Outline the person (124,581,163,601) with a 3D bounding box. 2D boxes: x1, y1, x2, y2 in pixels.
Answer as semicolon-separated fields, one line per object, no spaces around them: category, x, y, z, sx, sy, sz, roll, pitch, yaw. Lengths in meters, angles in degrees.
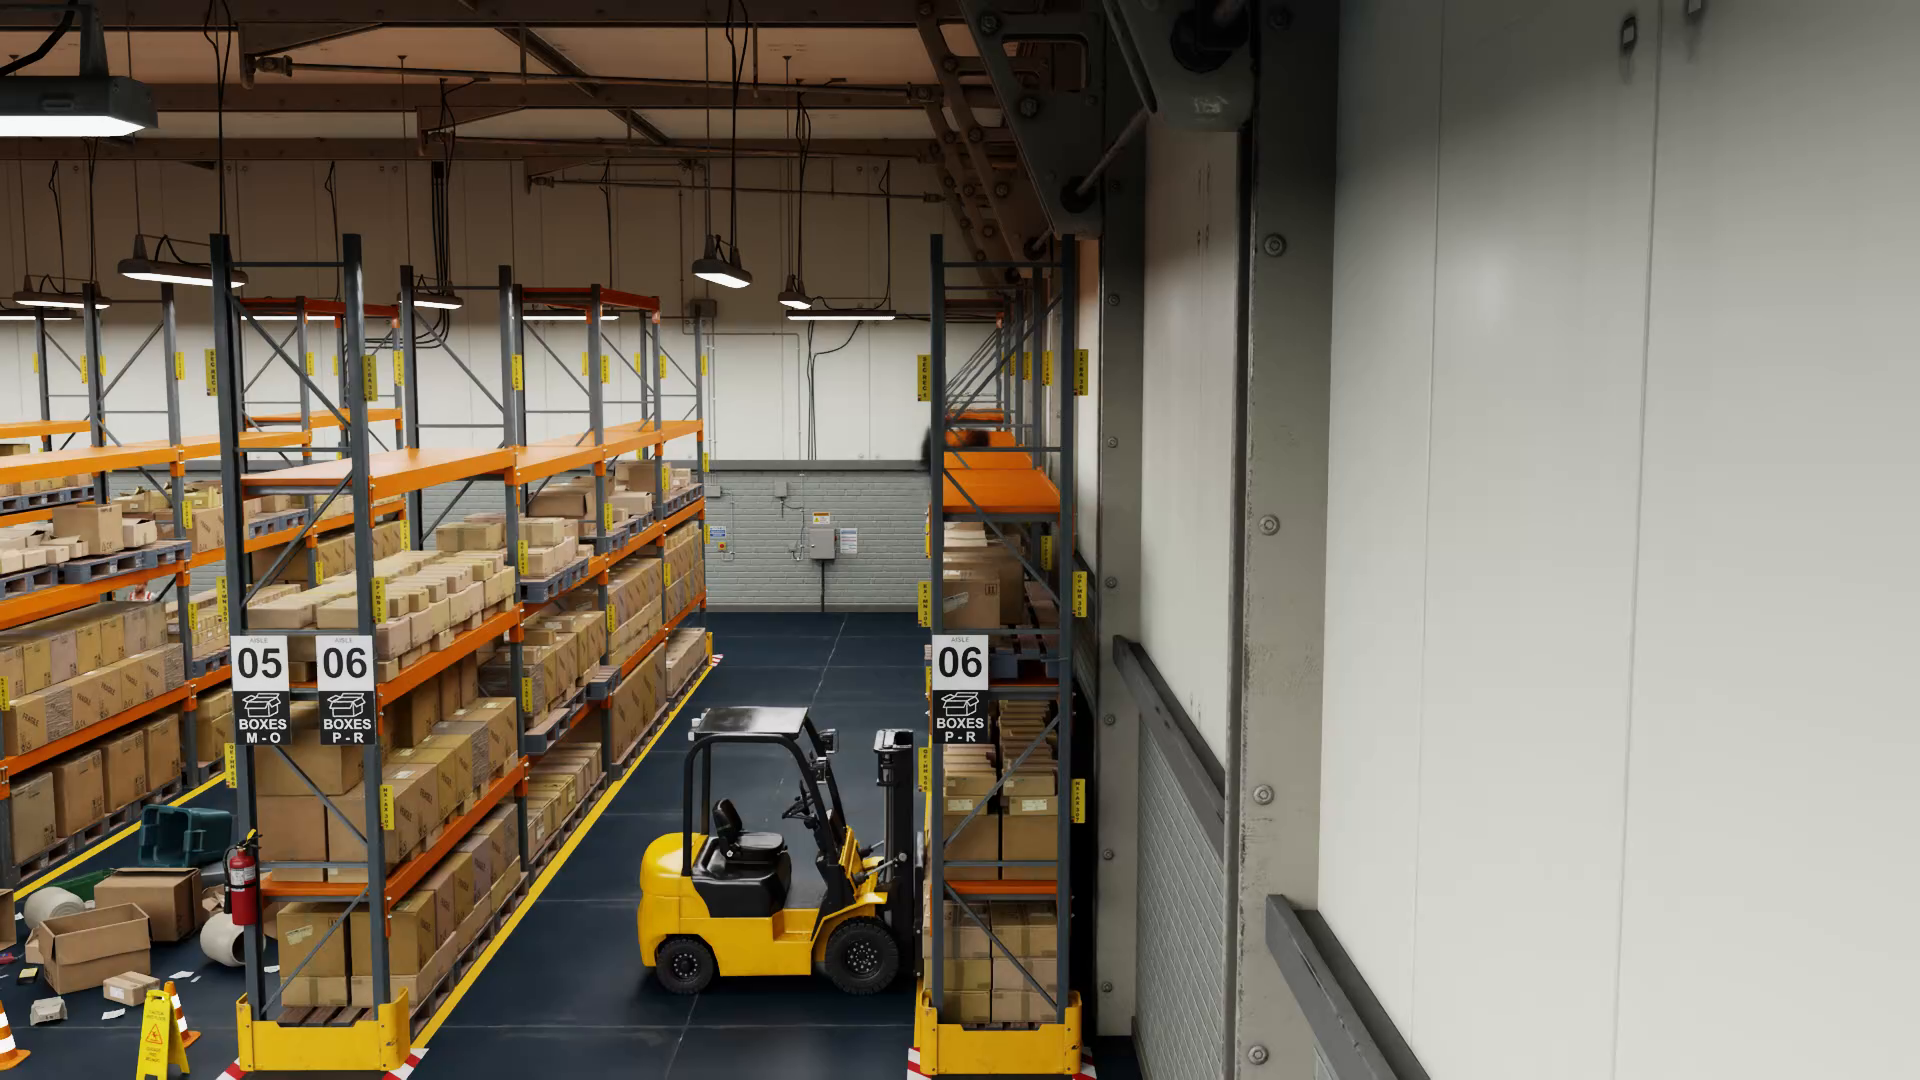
person;-12.893;1.409;26.329;0.648;1.748;0.712;-1;6;-5
